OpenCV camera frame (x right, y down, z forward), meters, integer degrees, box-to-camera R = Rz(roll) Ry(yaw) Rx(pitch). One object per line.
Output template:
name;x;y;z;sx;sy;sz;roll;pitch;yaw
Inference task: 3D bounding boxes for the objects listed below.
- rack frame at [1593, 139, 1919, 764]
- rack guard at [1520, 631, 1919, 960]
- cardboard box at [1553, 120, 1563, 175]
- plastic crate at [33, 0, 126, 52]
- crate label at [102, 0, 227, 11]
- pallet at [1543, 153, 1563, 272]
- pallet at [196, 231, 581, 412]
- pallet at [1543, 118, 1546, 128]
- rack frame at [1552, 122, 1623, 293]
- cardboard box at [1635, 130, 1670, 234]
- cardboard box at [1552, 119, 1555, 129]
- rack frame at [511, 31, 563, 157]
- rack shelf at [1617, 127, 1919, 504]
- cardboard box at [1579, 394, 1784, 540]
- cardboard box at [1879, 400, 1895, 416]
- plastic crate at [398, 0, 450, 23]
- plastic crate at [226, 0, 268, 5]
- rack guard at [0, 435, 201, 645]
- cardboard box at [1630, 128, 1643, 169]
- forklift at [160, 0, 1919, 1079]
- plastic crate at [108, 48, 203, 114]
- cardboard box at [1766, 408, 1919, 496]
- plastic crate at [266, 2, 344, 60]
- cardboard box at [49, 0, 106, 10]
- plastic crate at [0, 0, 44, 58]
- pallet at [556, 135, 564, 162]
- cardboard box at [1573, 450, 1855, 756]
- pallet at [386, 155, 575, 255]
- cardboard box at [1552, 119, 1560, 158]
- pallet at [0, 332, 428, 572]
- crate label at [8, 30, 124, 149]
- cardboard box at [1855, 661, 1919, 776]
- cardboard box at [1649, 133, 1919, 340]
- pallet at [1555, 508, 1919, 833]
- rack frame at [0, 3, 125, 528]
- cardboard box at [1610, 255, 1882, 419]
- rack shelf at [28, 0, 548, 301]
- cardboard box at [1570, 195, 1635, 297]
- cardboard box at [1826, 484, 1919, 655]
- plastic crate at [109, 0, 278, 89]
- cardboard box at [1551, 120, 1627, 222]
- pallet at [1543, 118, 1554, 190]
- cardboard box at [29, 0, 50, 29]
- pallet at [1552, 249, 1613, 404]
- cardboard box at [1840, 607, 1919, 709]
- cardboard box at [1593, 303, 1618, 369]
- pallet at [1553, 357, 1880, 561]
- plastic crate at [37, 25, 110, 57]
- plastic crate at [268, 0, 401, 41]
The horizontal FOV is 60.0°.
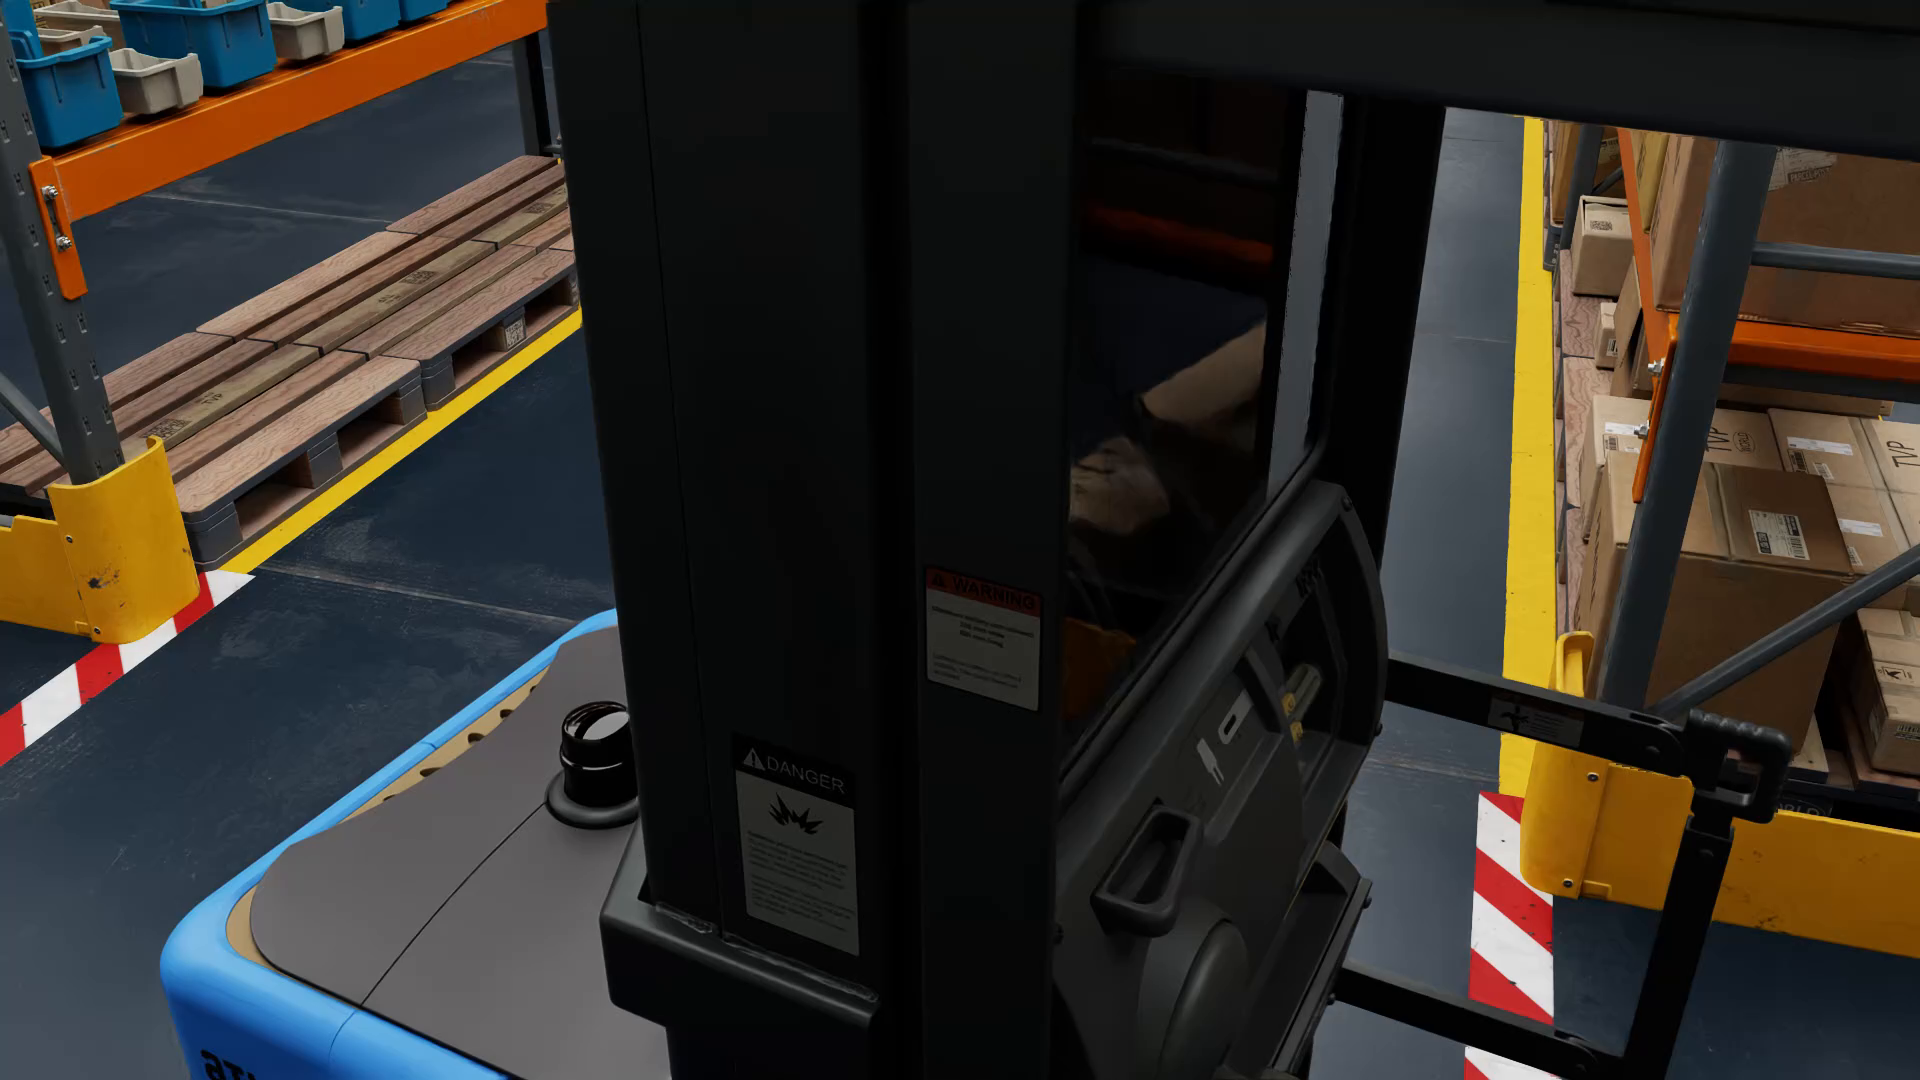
rack frame;1.872;-0.473;3.015;1.000;3.000;0.127;8;30;15
rack guard;1.894;0.584;3.686;1.175;0.500;0.348;8;30;15
cardboard box;3.070;-1.930;7.753;0.500;0.500;0.500;9;30;15
plastic crate;-2.697;-1.630;5.304;0.396;0.136;0.243;8;30;15
crate label;-2.639;-1.763;5.543;0.396;0.136;0.243;8;30;15
pallet;3.249;-1.497;7.723;1.003;0.211;1.213;8;30;15
pallet;-2.223;-0.906;6.661;1.003;0.211;1.213;8;30;15
pallet;3.965;-2.631;9.762;1.003;0.211;1.213;8;30;15
rack frame;3.046;-2.332;6.356;1.000;3.000;0.127;8;30;15
cardboard box;1.892;-1.005;3.869;0.500;0.500;0.500;9;30;15
cardboard box;3.365;-2.400;8.598;0.500;0.500;0.500;7;30;13
rack frame;-1.688;-3.040;7.630;1.000;3.000;0.127;8;30;15
rack shelf;2.459;-1.088;4.860;1.077;0.370;4.000;8;30;15
cardboard box;2.104;-0.189;4.879;0.500;0.250;0.500;8;30;15
cardboard box;2.930;-0.695;5.728;0.500;0.311;0.500;8;30;15
plastic crate;-2.000;-1.954;5.787;0.416;0.233;0.300;8;30;15
plastic crate;-2.569;-1.903;5.795;0.298;0.136;0.250;8;30;15
rack guard;-2.857;-0.076;4.873;1.175;0.500;0.348;8;30;15
cardboard box;2.044;-1.236;4.284;0.500;0.500;0.500;9;30;15
forklift;0.493;0.290;1.714;3.031;2.935;1.130;14;32;24
plastic crate;-2.302;-1.297;4.706;0.250;0.136;0.298;8;30;15
cardboard box;2.596;-0.141;4.793;0.500;0.250;0.500;8;30;15
plastic crate;-2.103;-1.613;5.273;0.250;0.136;0.298;8;30;15
cardboard box;-5.993;-3.718;10.601;1.225;0.875;0.875;7;30;13
plastic crate;-2.942;-1.405;4.593;0.616;0.435;0.499;8;30;15
pallet;-1.422;-2.174;8.942;1.003;0.211;1.213;8;30;15
cardboard box;1.796;0.139;4.033;0.500;0.500;0.500;8;30;15
pallet;-1.867;-1.475;7.683;1.003;0.211;1.213;8;30;15
cardboard box;3.218;-2.163;8.172;0.500;0.500;0.500;9;30;15
pallet;-2.583;-0.341;5.645;1.003;0.211;1.213;8;30;15
crate label;-2.475;-1.202;4.436;0.416;0.233;0.303;8;30;15
cardboard box;2.323;0.435;3.862;0.380;0.149;0.250;8;30;15
cardboard box;1.743;-0.764;3.434;0.500;0.500;0.500;9;30;16
pallet;2.127;0.340;4.422;1.003;0.211;1.213;8;30;15
rack frame;-2.862;-1.181;4.288;1.000;3.000;0.127;8;30;15
cardboard box;2.499;-0.559;5.285;0.797;0.503;0.637;8;30;15
rack shelf;-2.275;-1.797;6.134;1.077;0.370;4.000;8;30;15
cardboard box;2.716;-1.185;6.608;0.500;0.311;0.500;8;30;15
cardboard box;2.449;0.092;4.375;0.500;0.250;0.500;8;30;15
plastic crate;-2.282;-1.508;4.986;0.416;0.233;0.300;8;30;15
cardboard box;2.917;-1.702;7.343;0.500;0.500;0.500;8;30;15
pallet;3.605;-2.065;8.746;1.003;0.211;1.213;8;30;15
cardboard box;-6.254;-3.302;9.854;1.225;0.875;0.875;9;30;15
pallet;2.844;-0.794;6.461;1.003;0.211;1.213;8;30;15
cardboard box;2.397;0.311;4.067;0.380;0.166;0.250;8;30;15
cardboard box;2.472;-0.718;5.918;0.380;0.166;0.250;8;30;15
pallet;2.487;-0.225;5.438;1.003;0.211;1.213;8;30;15
plastic crate;-2.796;-1.497;5.065;0.396;0.136;0.243;8;30;15
plastic crate;-2.088;-1.814;5.536;0.416;0.233;0.300;8;30;15
